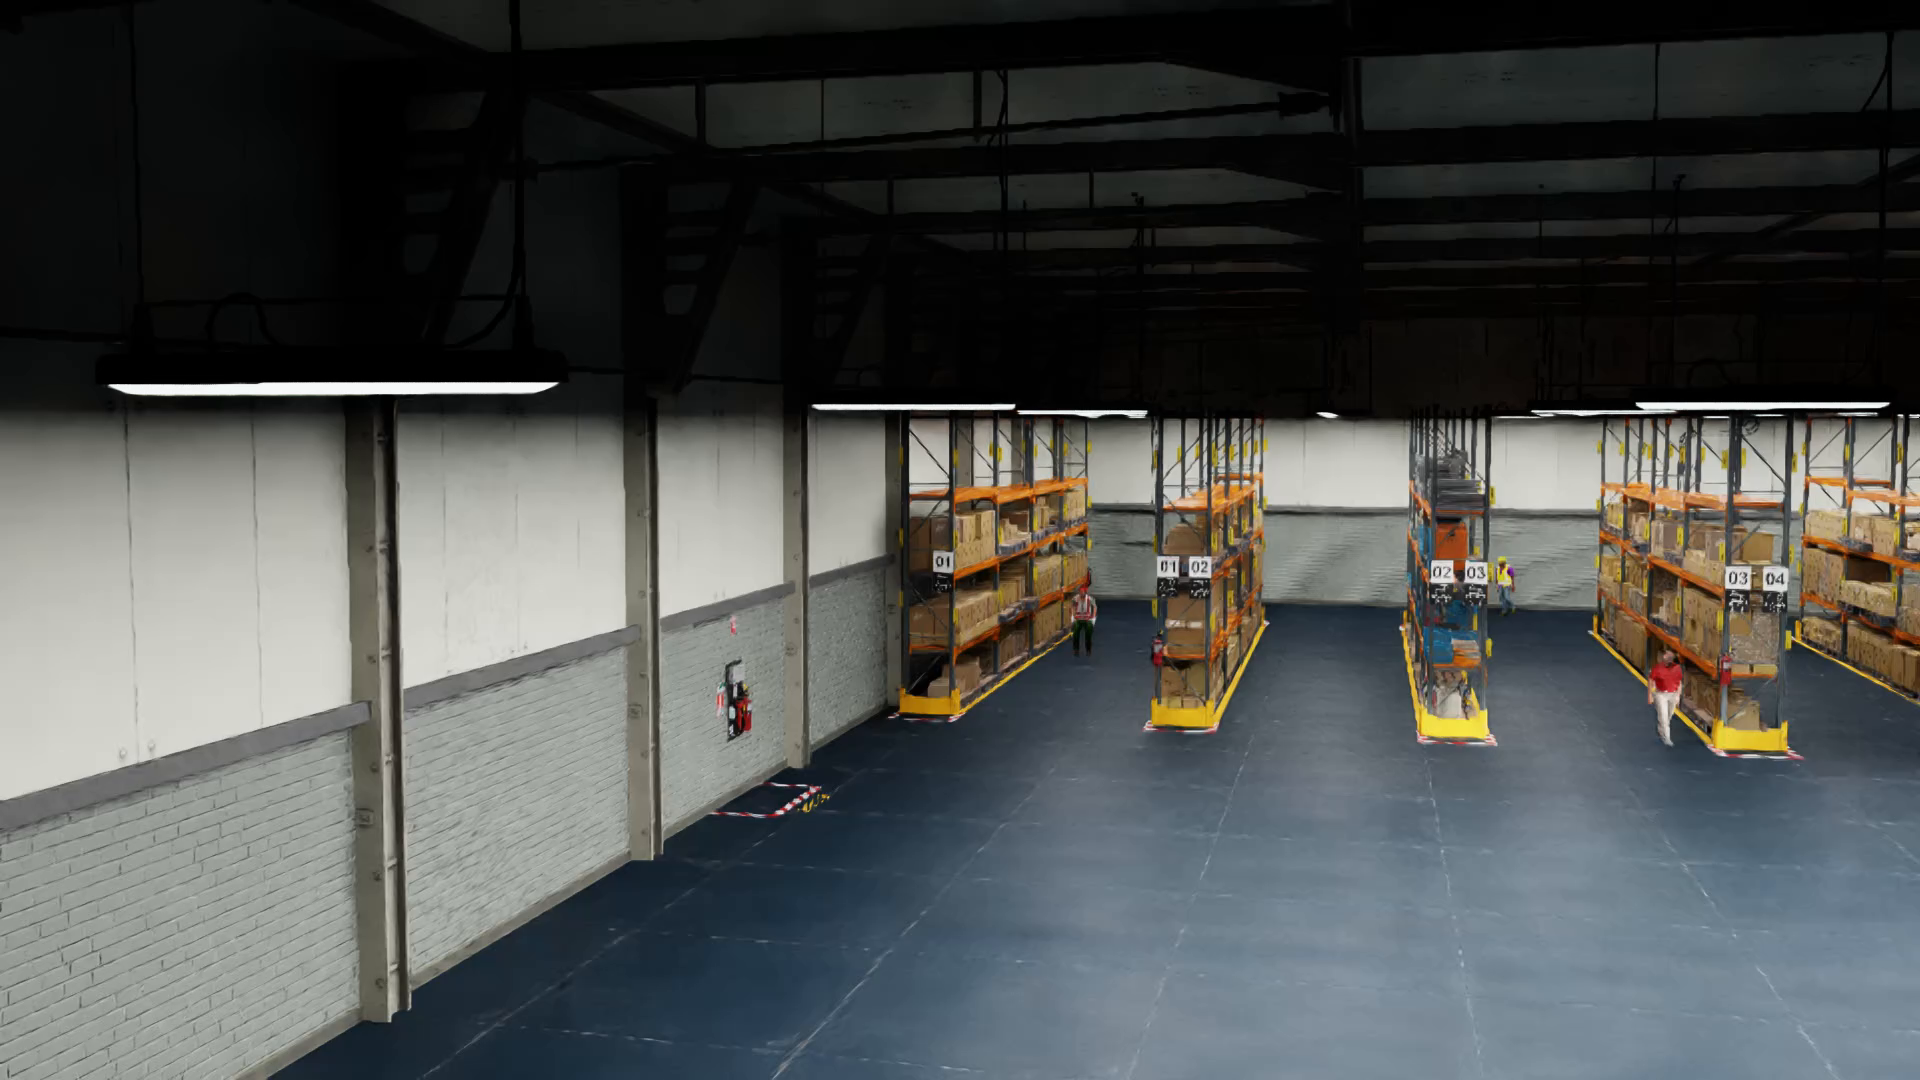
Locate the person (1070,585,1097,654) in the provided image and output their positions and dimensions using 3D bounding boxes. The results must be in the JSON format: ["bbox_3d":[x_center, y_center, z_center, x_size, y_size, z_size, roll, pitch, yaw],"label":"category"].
[{"bbox_3d":[3.009,1.946,40.654,0.677,1.742,0.552,1,4,12],"label":"person"}]

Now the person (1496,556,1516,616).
[{"bbox_3d":[16.032,1.345,48.888,0.554,1.760,0.615,-3,5,-39],"label":"person"}]

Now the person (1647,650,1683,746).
[{"bbox_3d":[12.502,2.759,29.414,0.544,1.660,1.056,0,4,-4],"label":"person"}]

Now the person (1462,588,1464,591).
[{"bbox_3d":[13.111,1.823,43.288,0.458,1.592,0.605,1,4,9],"label":"person"}]
